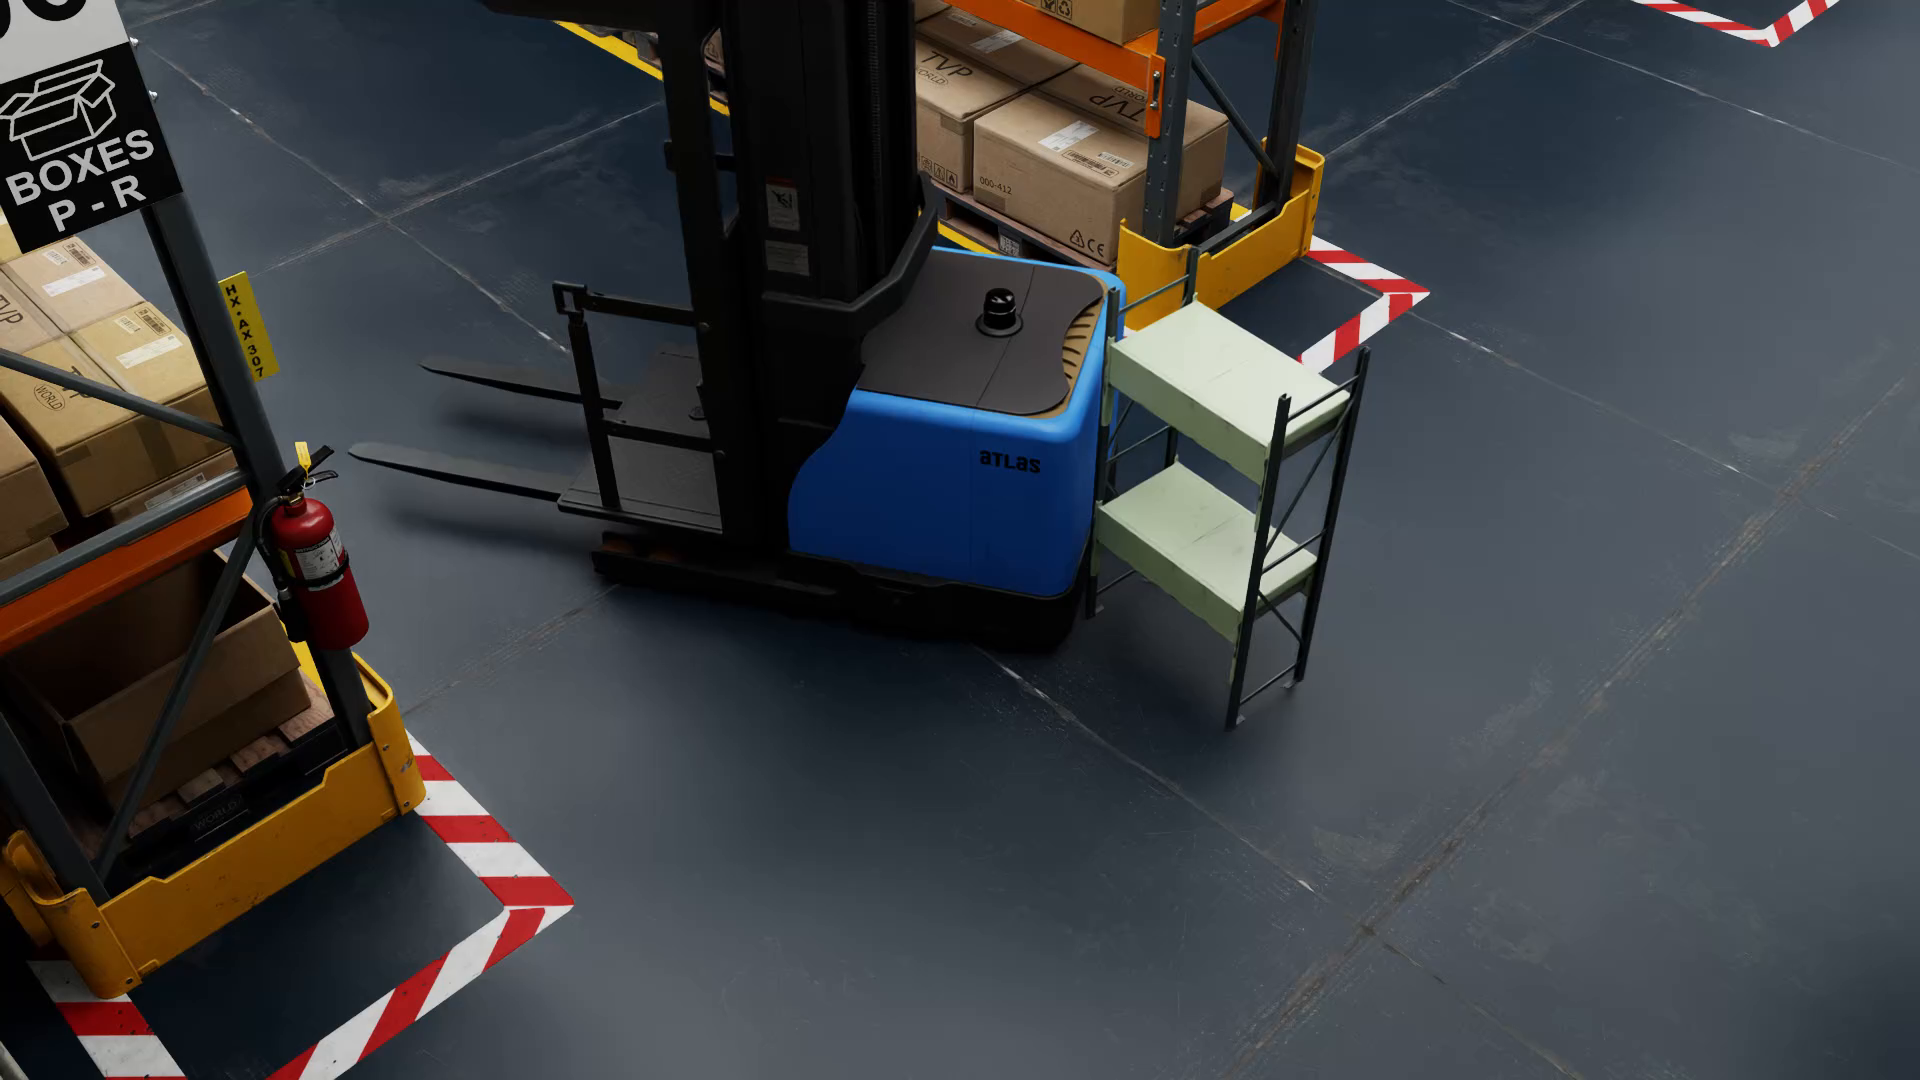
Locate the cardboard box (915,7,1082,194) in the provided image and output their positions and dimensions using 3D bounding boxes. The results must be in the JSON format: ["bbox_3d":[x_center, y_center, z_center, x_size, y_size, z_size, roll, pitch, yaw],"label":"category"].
[{"bbox_3d":[0.024,-2.284,8.535,0.875,0.438,0.875,-33,52,-30],"label":"cardboard box"}]

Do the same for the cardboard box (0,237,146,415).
[{"bbox_3d":[-2.784,-0.629,5.056,0.500,0.250,0.500,-34,52,-31],"label":"cardboard box"}]

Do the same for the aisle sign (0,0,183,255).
[{"bbox_3d":[-2.043,-1.048,3.703,0.394,0.787,0.004,-34,53,-31],"label":"aisle sign"}]

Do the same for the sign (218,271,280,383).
[{"bbox_3d":[-1.915,-0.564,4.457,0.100,0.325,0.005,-34,53,-31],"label":"sign"}]

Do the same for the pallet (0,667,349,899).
[{"bbox_3d":[-2.916,0.620,5.869,1.003,0.211,1.213,-34,53,-31],"label":"pallet"}]

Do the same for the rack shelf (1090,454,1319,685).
[{"bbox_3d":[0.873,0.093,5.969,0.431,0.370,0.720,-30,50,-28],"label":"rack shelf"}]

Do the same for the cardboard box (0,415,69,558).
[{"bbox_3d":[-2.811,-0.134,4.520,0.500,0.250,0.500,-33,52,-30],"label":"cardboard box"}]

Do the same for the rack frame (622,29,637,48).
[{"bbox_3d":[-1.612,-4.288,9.125,1.000,3.000,0.127,-34,53,-31],"label":"rack frame"}]

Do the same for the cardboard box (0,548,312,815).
[{"bbox_3d":[-2.663,0.438,5.541,0.637,0.503,0.797,32,52,30],"label":"cardboard box"}]

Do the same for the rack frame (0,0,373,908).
[{"bbox_3d":[-2.299,0.014,4.469,1.000,3.000,0.127,-34,53,-31],"label":"rack frame"}]

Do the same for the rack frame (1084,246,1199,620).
[{"bbox_3d":[0.637,-0.337,5.954,0.400,1.500,0.023,-30,50,-28],"label":"rack frame"}]

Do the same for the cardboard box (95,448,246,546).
[{"bbox_3d":[-2.337,-0.183,4.867,0.250,0.149,0.380,34,52,31],"label":"cardboard box"}]

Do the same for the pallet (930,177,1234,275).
[{"bbox_3d":[0.593,-1.689,8.367,1.003,0.211,1.213,-34,53,-31],"label":"pallet"}]

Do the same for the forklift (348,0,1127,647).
[{"bbox_3d":[-0.940,-1.224,5.860,3.031,2.935,1.130,10,44,11],"label":"forklift"}]

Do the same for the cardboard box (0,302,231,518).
[{"bbox_3d":[-2.428,-0.387,4.794,0.500,0.250,0.500,-34,52,-31],"label":"cardboard box"}]

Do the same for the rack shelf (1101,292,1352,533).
[{"bbox_3d":[0.873,-0.433,5.483,0.431,0.370,0.720,-30,50,-28],"label":"rack shelf"}]

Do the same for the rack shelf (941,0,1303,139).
[{"bbox_3d":[-0.199,-3.063,8.329,1.077,0.370,4.000,-34,53,-31],"label":"rack shelf"}]

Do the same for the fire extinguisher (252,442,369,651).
[{"bbox_3d":[-1.867,0.029,4.785,0.296,0.674,0.183,-34,53,-31],"label":"fire extinguisher"}]

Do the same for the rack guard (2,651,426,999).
[{"bbox_3d":[-2.352,0.896,5.357,1.175,0.500,0.348,-34,53,-31],"label":"rack guard"}]

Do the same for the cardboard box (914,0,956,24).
[{"bbox_3d":[-0.612,-2.718,9.005,0.875,0.438,0.875,33,52,30],"label":"cardboard box"}]

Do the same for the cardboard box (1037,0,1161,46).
[{"bbox_3d":[0.685,-2.508,7.125,0.500,0.500,0.500,-34,52,-31],"label":"cardboard box"}]

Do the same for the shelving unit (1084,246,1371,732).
[{"bbox_3d":[0.873,-0.146,5.748,0.431,1.500,0.755,-30,50,-28],"label":"shelving unit"}]

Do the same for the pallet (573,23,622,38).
[{"bbox_3d":[-2.210,-3.599,10.434,1.003,0.211,1.213,-34,53,-31],"label":"pallet"}]

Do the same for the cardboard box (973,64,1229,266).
[{"bbox_3d":[0.676,-1.849,8.064,0.875,0.438,0.875,32,52,30],"label":"cardboard box"}]

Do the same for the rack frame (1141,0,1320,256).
[{"bbox_3d":[1.213,-2.366,7.045,1.000,3.000,0.127,-34,53,-31],"label":"rack frame"}]

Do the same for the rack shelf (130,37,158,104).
[{"bbox_3d":[-3.711,-1.784,4.735,1.077,0.370,4.000,-34,53,-31],"label":"rack shelf"}]

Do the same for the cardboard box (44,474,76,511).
[{"bbox_3d":[-2.549,-0.283,4.976,0.380,0.149,0.250,-33,52,-30],"label":"cardboard box"}]

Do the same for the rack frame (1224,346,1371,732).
[{"bbox_3d":[1.108,0.044,5.542,0.400,1.500,0.023,-30,50,-28],"label":"rack frame"}]

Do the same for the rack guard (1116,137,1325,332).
[{"bbox_3d":[1.230,-1.437,7.881,1.175,0.500,0.348,-34,53,-31],"label":"rack guard"}]

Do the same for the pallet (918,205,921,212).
[{"bbox_3d":[-0.264,-2.275,9.001,1.003,0.211,1.213,-34,53,-31],"label":"pallet"}]

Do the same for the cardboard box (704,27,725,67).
[{"bbox_3d":[-1.244,-3.148,9.470,0.875,0.438,0.875,33,52,31],"label":"cardboard box"}]

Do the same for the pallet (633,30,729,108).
[{"bbox_3d":[-1.130,-2.861,9.636,1.003,0.211,1.213,-34,53,-31],"label":"pallet"}]

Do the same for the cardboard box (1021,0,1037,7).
[{"bbox_3d":[0.341,-2.756,7.394,0.500,0.500,0.500,33,52,31],"label":"cardboard box"}]

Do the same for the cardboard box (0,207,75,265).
[{"bbox_3d":[-3.145,-0.871,5.318,0.500,0.250,0.500,33,52,31],"label":"cardboard box"}]

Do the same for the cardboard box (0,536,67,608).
[{"bbox_3d":[-2.723,0.076,4.587,0.250,0.149,0.380,34,52,31],"label":"cardboard box"}]

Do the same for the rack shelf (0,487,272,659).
[{"bbox_3d":[-3.711,-0.682,5.753,1.077,0.370,4.000,-34,53,-31],"label":"rack shelf"}]
